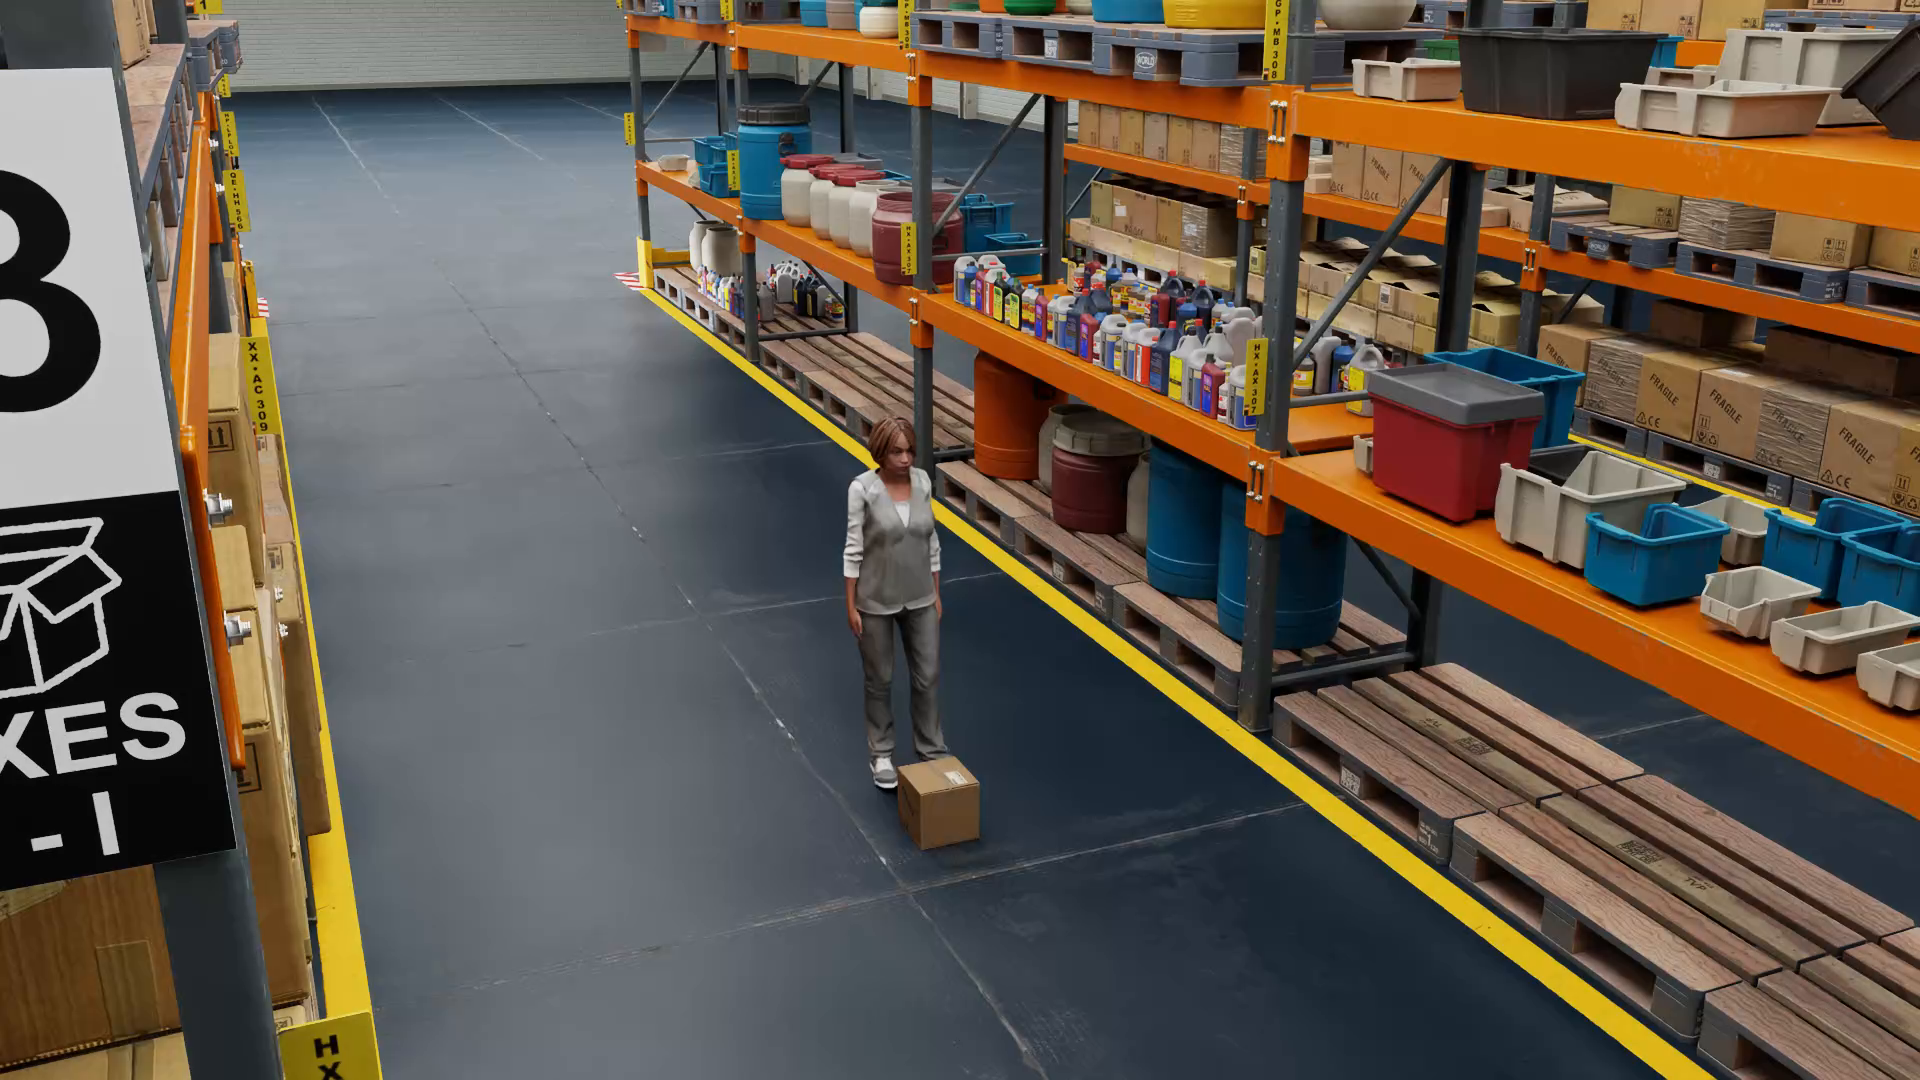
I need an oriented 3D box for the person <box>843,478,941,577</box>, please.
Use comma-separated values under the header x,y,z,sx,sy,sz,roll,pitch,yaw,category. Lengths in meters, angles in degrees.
x,y,z,sx,sy,sz,roll,pitch,yaw,category
-0.268,-0.003,6.717,0.429,0.536,0.284,-8,21,-22,person
